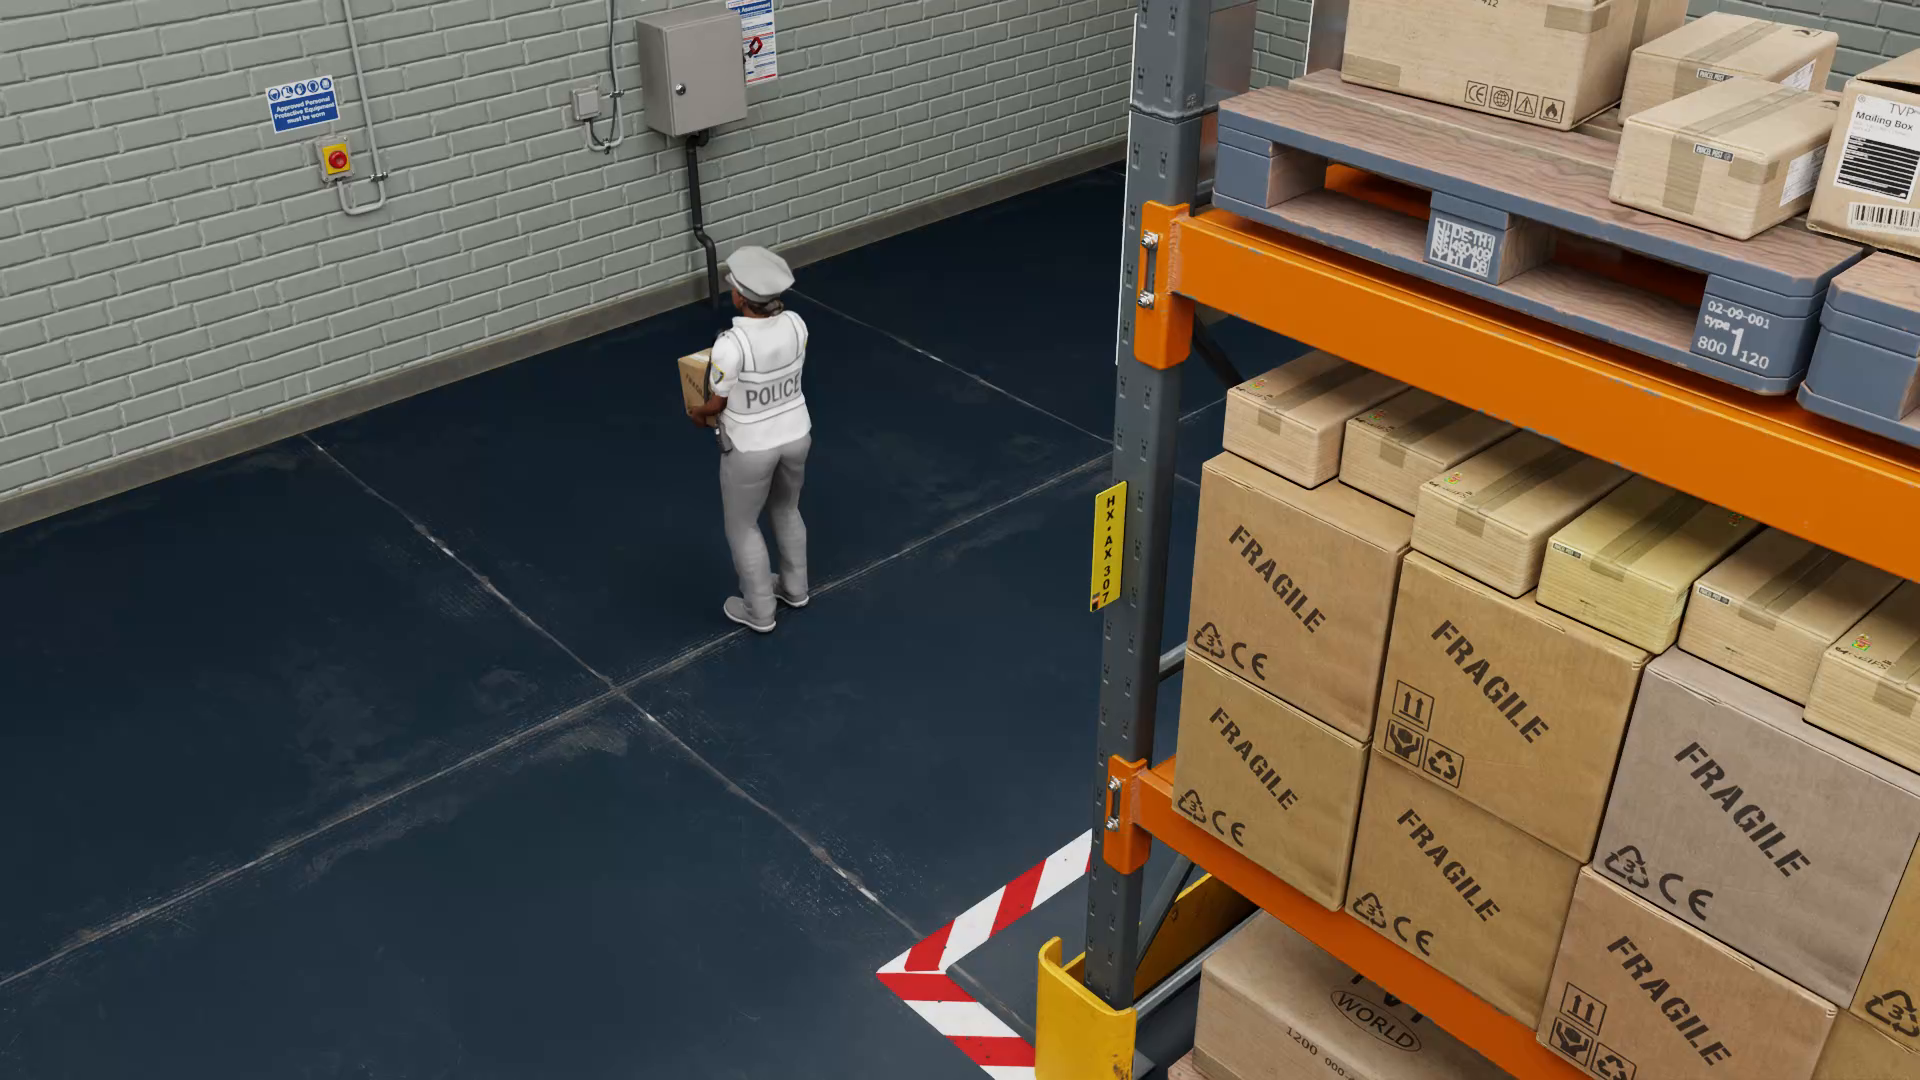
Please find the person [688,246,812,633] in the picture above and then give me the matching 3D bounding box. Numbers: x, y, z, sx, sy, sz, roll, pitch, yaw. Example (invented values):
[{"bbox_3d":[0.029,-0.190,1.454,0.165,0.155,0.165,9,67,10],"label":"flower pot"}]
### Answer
[{"bbox_3d":[-0.845,-0.427,6.804,0.451,1.682,0.530,-25,40,-34],"label":"person"}]
